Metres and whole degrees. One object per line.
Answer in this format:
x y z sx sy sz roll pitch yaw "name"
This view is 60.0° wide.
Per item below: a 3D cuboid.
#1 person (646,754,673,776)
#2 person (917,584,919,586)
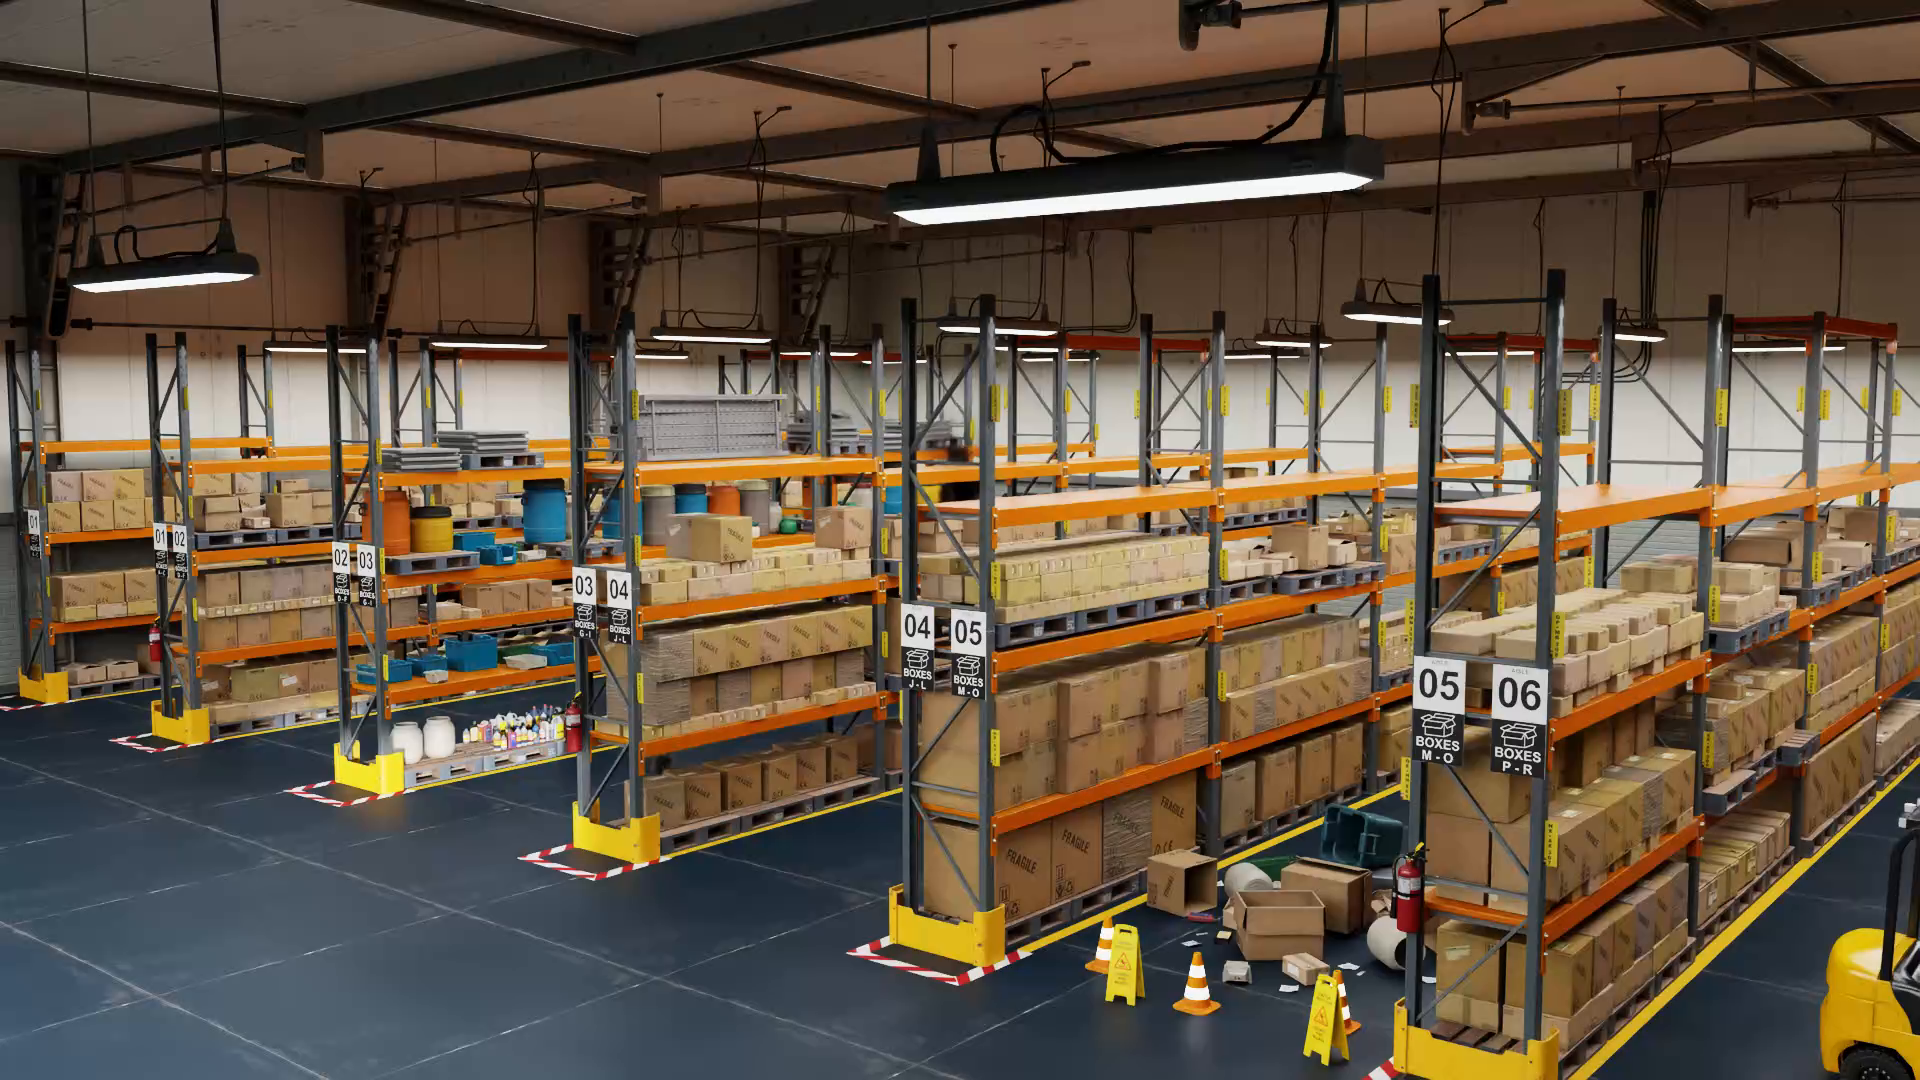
-3.859 2.440 21.370 0.565 1.641 0.782 2 5 19 "person"
-0.848 1.166 34.958 0.699 1.821 0.729 3 6 27 "person"
